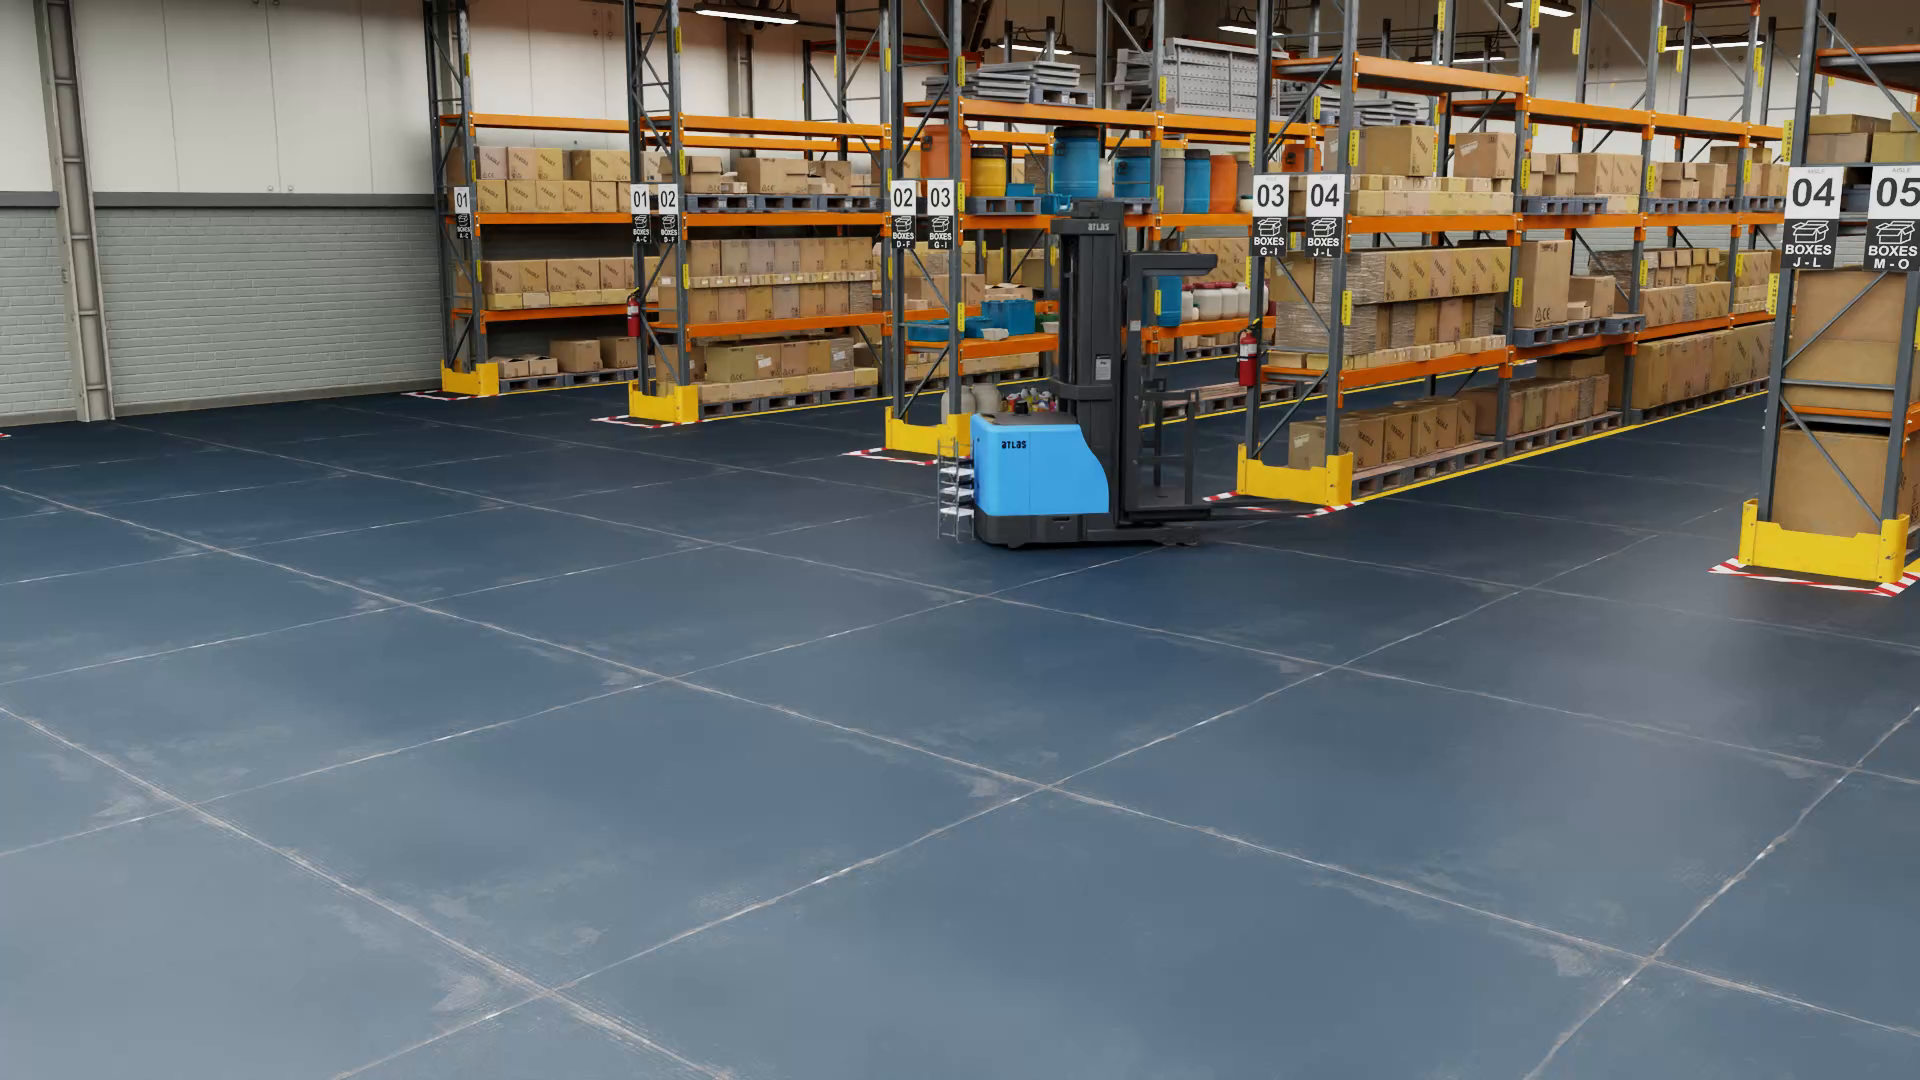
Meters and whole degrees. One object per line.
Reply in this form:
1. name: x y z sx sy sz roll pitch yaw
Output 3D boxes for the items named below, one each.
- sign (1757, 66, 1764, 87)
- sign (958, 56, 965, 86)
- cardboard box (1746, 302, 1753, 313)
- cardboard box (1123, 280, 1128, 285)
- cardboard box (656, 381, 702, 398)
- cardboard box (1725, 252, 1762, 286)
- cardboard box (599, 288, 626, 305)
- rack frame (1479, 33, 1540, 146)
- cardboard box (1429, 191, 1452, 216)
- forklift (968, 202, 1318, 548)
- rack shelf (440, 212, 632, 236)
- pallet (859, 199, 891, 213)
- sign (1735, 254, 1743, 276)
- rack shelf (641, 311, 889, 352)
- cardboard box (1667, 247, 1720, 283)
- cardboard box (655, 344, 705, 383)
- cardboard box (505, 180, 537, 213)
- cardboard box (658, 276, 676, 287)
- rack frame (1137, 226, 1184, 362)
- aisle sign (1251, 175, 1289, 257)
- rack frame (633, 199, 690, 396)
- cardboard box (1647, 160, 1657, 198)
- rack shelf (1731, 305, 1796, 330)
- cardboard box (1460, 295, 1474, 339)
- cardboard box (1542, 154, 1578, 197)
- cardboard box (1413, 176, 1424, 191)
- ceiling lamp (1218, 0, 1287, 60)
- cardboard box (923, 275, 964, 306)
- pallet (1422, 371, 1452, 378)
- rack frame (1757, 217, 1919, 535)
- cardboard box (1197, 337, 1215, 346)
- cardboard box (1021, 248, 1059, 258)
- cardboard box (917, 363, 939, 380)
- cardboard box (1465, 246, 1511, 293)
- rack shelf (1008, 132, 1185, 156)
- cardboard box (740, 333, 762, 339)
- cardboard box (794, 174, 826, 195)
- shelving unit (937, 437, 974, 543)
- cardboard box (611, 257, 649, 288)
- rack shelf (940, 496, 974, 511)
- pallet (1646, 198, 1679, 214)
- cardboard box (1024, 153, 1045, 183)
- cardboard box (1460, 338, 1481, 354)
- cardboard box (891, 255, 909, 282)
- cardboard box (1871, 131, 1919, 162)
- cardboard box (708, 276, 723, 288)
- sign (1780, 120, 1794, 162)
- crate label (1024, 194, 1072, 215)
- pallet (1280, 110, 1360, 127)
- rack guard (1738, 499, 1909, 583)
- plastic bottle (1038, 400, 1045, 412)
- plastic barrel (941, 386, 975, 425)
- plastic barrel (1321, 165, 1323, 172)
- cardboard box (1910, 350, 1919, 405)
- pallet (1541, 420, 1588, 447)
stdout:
1. sign: 13.472 -7.792 27.959 0.100 0.325 0.005 10 15 40
2. sign: 0.013 -5.296 18.783 0.100 0.325 0.005 10 15 40
3. cardboard box: 12.037 -3.608 25.758 0.380 0.149 0.250 10 15 42
4. cardboard box: 2.686 -4.921 30.366 0.700 0.500 0.500 6 13 26
5. cardboard box: -3.983 -2.144 23.733 0.500 0.250 0.500 10 15 40
6. cardboard box: 12.084 -4.202 25.800 0.500 0.500 0.500 10 15 40
7. cardboard box: -5.939 -4.076 27.795 0.500 0.250 0.500 10 15 40
8. rack frame: 10.165 -7.824 30.908 1.000 3.000 0.127 10 15 40
9. cardboard box: 4.841 -3.549 17.545 0.500 0.250 0.500 10 15 42
10. forklift: 1.641 -1.481 14.641 3.031 2.935 1.130 -2 11 -9
11. rack shelf: -6.519 -5.221 27.372 1.077 0.370 4.000 10 15 40
12. pallet: -0.903 -5.266 26.248 0.805 0.209 1.217 9 14 38
13. sign: 11.659 -4.113 24.893 0.100 0.325 0.005 10 15 40
14. rack shelf: -2.795 -3.110 24.462 1.077 0.370 4.000 10 15 40
15. cardboard box: 10.829 -4.099 24.759 0.797 0.503 0.637 9 15 39
16. cardboard box: -3.985 -2.512 23.661 0.500 0.500 0.500 10 15 40
17. cardboard box: -7.049 -5.430 26.274 0.500 0.500 0.500 -11 16 -44
18. cardboard box: -4.006 -3.617 23.250 0.380 0.149 0.250 9 15 39
19. rack frame: 3.806 -4.934 31.758 1.000 3.000 0.127 10 15 40
20. aisle sign: 3.057 -3.192 16.397 0.394 0.787 0.004 10 15 40
21. rack frame: -4.115 -3.169 22.919 1.000 3.000 0.127 10 15 40
22. cardboard box: 8.953 -4.891 22.547 0.797 0.503 0.637 11 16 44
23. rack shelf: 12.565 -3.595 26.886 1.077 0.370 4.000 10 15 40
24. cardboard box: 5.264 -2.544 18.774 0.875 0.500 0.500 10 15 40
25. cardboard box: 6.970 -4.399 20.081 0.797 0.503 0.637 11 15 43
26. cardboard box: 4.563 -3.678 17.174 0.380 0.149 0.250 9 14 38
27. ceiling lamp: 6.392 -12.036 37.092 2.000 3.185 0.800 10 15 40
28. cardboard box: -0.277 -4.069 27.168 0.500 0.500 0.500 10 15 40
29. pallet: 7.980 -3.039 29.389 1.003 0.211 1.213 10 15 40
30. rack frame: 6.983 -1.231 13.218 1.000 3.000 0.127 10 15 40
31. cardboard box: 4.809 -3.923 32.805 0.380 0.166 0.250 10 15 40
32. cardboard box: 1.922 -6.125 36.954 0.980 0.700 0.700 10 15 40
33. cardboard box: -0.684 -2.717 26.606 0.500 0.250 0.500 10 15 42
34. cardboard box: 5.874 -3.060 18.803 0.500 0.500 0.500 10 15 40
35. rack shelf: 2.486 -7.033 29.807 1.077 0.370 4.000 10 15 40
36. cardboard box: -4.055 -3.650 30.587 0.700 0.500 0.500 10 15 41
37. cardboard box: -2.362 -5.340 24.927 0.500 0.311 0.500 9 14 37
38. shelving unit: -0.036 -0.442 14.627 0.258 0.900 0.210 10 15 42
39. cardboard box: -5.603 -4.518 28.089 0.500 0.500 0.500 10 15 40
40. rack shelf: -0.036 -0.321 14.651 0.258 0.077 0.200 10 15 42
41. pallet: 8.989 -4.544 22.630 1.213 0.211 1.003 11 16 43
42. cardboard box: 1.458 -6.420 28.727 0.500 0.500 0.500 10 15 40
43. cardboard box: 5.579 -2.167 18.546 0.380 0.149 0.250 10 15 40
44. cardboard box: -1.364 -5.378 32.911 0.500 0.500 0.500 10 15 40
45. cardboard box: 7.494 -3.067 13.048 0.500 0.250 0.500 10 15 40
46. cardboard box: -3.522 -3.605 23.191 0.380 0.149 0.250 9 15 39
47. sign: 6.584 -3.170 13.207 0.100 0.325 0.005 10 15 40
48. crate label: 1.087 -4.159 20.595 0.502 0.251 0.408 10 15 40
49. pallet: 5.383 -6.460 25.584 1.213 0.211 1.003 10 15 40
50. rack guard: 6.967 -0.002 13.445 1.175 0.500 0.348 10 15 40
51. plastic bottle: 1.034 -1.632 21.067 0.097 0.271 0.097 0 11 0
52. plastic barrel: -0.020 -1.621 20.446 0.421 0.512 0.421 0 11 0
53. plastic barrel: 5.941 -5.729 26.658 0.433 0.535 0.433 0 11 0
54. cardboard box: 7.540 -1.449 13.925 0.875 0.550 0.550 10 15 40
55. pallet: 7.282 -1.404 21.200 1.003 0.211 1.213 10 15 40
